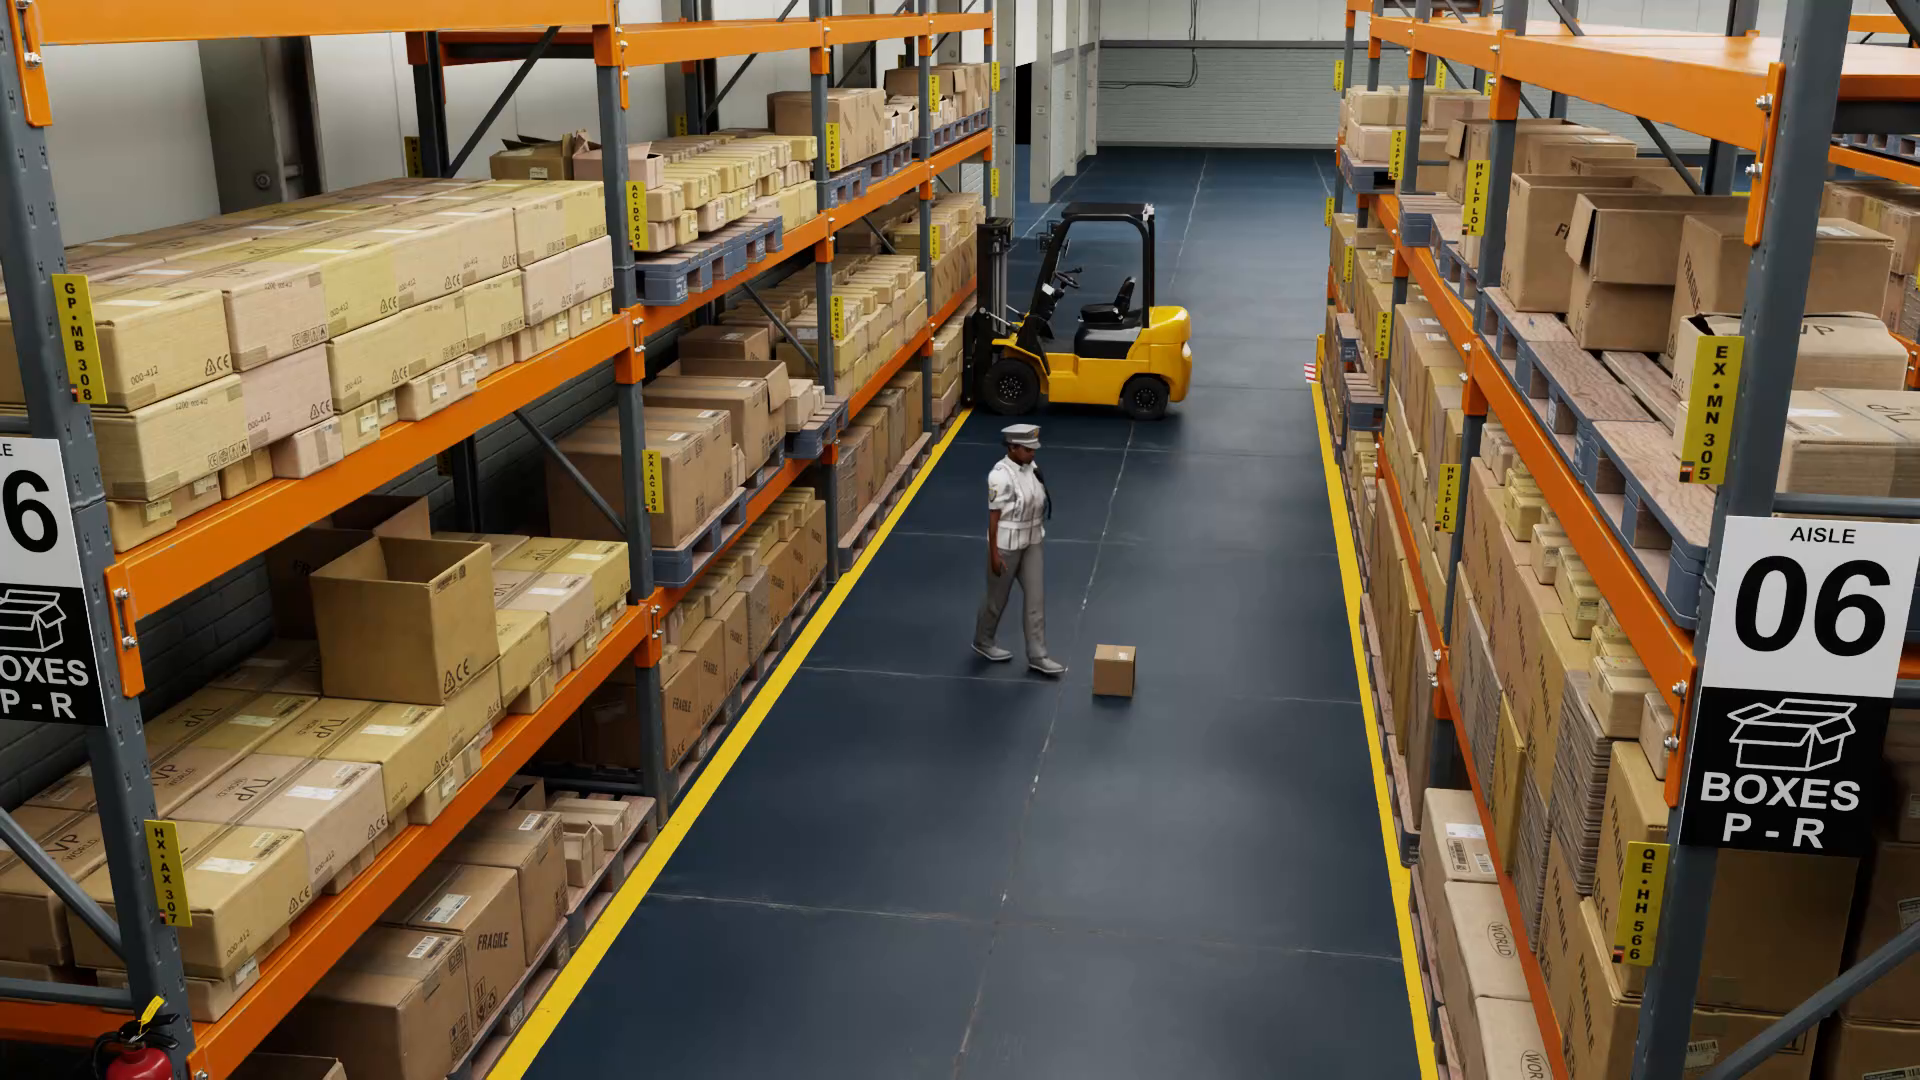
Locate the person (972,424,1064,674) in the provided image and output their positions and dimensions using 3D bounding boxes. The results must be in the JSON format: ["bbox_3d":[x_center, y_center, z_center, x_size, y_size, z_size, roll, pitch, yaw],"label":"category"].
[{"bbox_3d":[0.402,0.051,10.889,0.726,1.650,0.465,17,24,42],"label":"person"}]
